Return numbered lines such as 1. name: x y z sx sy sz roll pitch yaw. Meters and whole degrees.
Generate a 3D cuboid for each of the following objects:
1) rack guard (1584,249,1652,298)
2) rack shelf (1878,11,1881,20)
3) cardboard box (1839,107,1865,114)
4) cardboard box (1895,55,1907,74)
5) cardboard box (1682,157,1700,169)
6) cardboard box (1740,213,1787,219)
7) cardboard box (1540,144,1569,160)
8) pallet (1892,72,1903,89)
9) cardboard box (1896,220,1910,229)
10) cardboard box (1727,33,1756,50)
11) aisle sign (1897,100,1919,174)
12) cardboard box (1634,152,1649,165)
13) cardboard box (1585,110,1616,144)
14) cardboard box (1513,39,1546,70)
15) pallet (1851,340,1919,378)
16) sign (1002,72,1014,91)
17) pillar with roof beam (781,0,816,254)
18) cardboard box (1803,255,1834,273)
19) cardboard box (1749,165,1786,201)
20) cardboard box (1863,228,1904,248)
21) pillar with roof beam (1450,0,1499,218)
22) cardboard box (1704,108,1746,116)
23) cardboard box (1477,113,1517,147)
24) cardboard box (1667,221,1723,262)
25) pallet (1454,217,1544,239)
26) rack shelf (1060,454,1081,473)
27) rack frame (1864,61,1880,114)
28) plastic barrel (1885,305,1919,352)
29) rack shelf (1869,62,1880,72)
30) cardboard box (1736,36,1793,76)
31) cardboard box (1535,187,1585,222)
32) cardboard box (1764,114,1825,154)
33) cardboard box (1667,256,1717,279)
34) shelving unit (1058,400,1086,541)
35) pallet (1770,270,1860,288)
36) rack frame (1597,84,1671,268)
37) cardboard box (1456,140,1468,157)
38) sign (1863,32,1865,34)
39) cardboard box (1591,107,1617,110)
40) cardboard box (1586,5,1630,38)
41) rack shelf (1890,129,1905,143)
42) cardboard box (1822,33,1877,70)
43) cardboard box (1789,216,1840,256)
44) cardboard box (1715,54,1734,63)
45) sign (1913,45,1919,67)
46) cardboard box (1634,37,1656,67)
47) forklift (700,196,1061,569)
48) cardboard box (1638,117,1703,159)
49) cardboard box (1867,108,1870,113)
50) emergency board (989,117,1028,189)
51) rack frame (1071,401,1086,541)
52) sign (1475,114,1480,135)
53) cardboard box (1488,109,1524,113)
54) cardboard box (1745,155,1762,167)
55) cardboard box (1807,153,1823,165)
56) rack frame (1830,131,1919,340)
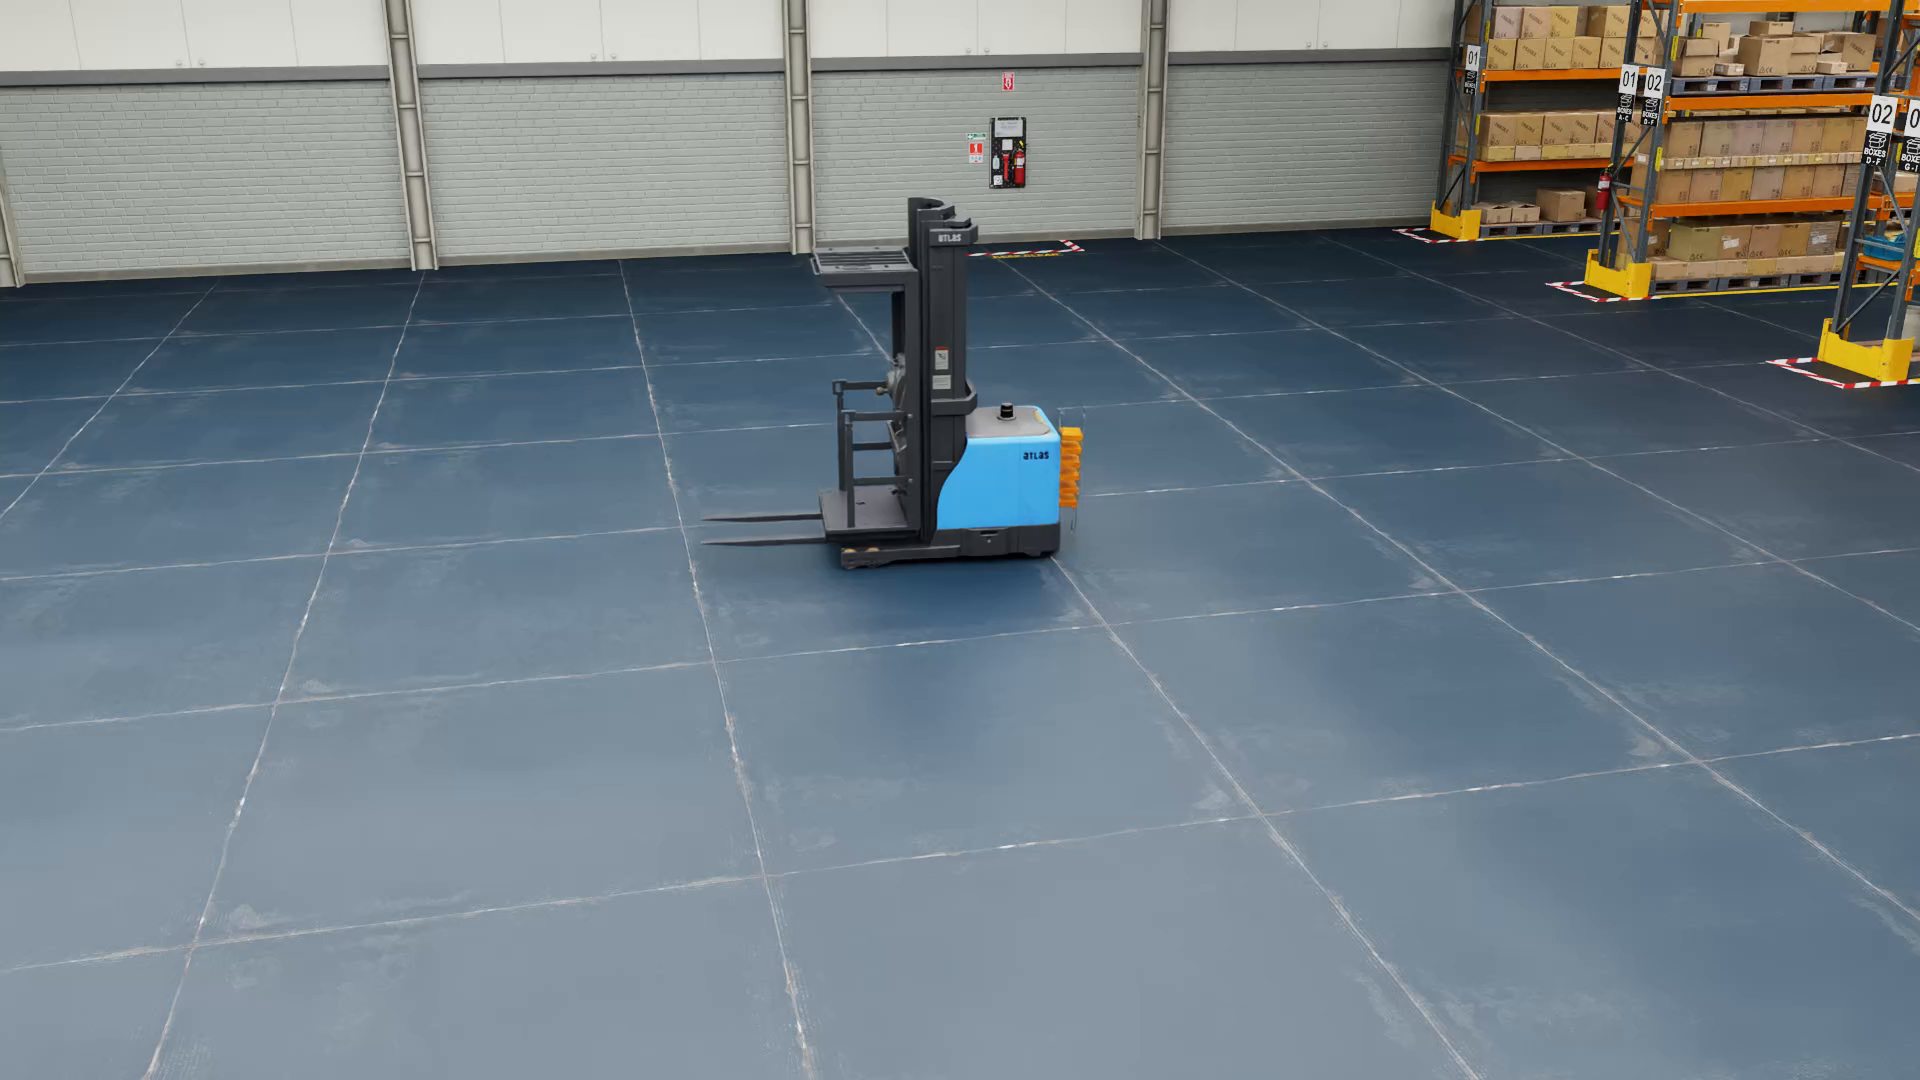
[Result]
1. rack guard: 9.720 -3.945 24.579 0.348 0.500 1.175 -5 21 -12
2. rack shelf: 15.583 -7.887 24.611 4.000 0.370 1.077 -5 21 -12
3. cardboard box: 15.930 -7.625 30.205 0.500 0.500 0.700 -7 21 -19
4. cardboard box: 14.238 -7.018 24.580 0.500 0.250 0.500 -3 20 -7
5. cardboard box: 10.431 -5.453 23.973 0.250 0.149 0.380 -5 21 -14
6. cardboard box: 12.140 -4.684 25.260 0.500 0.500 0.500 -5 21 -12
7. cardboard box: 10.147 -6.734 28.747 0.500 0.250 0.500 -5 21 -13
8. pallet: 14.492 -6.830 24.738 1.217 0.209 0.805 -5 21 -15
9. cardboard box: 14.956 -4.817 25.896 0.500 0.311 0.500 -5 21 -13
10. cardboard box: 13.643 -8.724 29.149 0.500 0.311 0.500 -4 20 -11
11. aisle sign: 10.877 -4.579 18.897 0.004 0.787 0.394 -5 21 -12
12. cardboard box: 10.072 -5.566 24.282 0.250 0.149 0.380 -5 21 -13
13. cardboard box: 11.127 -7.167 28.841 0.500 0.500 0.500 -5 21 -14
14. cardboard box: 9.514 -8.217 28.071 0.500 0.500 0.500 -3 20 -9
15. pallet: 11.735 -2.237 20.337 1.213 0.211 1.003 -5 21 -12
16. sign: 0.799 -7.587 27.517 0.199 0.298 0.001 -5 21 -12
17. pillar with roof beam: -1.605 -7.549 22.063 0.400 9.000 9.100 -5 21 -12
18. cardboard box: 12.746 -4.197 25.020 0.500 0.250 0.500 -5 21 -12
19. cardboard box: 11.707 -5.324 24.563 0.500 0.500 0.700 -4 21 -11
20. cardboard box: 14.096 -4.556 25.184 0.500 0.311 0.500 -5 21 -12
21. pillar with roof beam: 10.073 -8.499 24.656 0.400 9.000 9.100 -5 21 -12
22. cardboard box: 13.541 -7.419 29.644 0.500 0.500 0.700 -3 20 -7
23. cardboard box: 9.134 -7.007 28.402 0.500 0.500 0.500 -5 21 -12
24. cardboard box: 10.803 -4.387 24.448 0.500 0.500 0.500 -5 21 -12
25. pallet: 9.473 -5.528 29.319 1.213 0.211 1.003 -5 21 -12
26. rack shelf: 0.938 -0.666 14.378 0.180 0.103 0.258 2 20 -4
27. rack frame: 16.385 -7.412 30.408 0.127 3.000 1.000 -5 21 -12
28. plastic barrel: 11.503 -2.569 20.195 0.421 0.512 0.421 0 20 0
29. rack shelf: 14.439 -8.324 29.584 4.000 0.370 1.077 -5 21 -12
30. cardboard box: 11.423 -6.879 23.634 0.500 0.500 0.500 -5 21 -12
31. cardboard box: 10.574 -5.922 29.337 0.500 0.500 0.700 -6 21 -16
32. cardboard box: 12.227 -5.976 24.458 0.500 0.500 0.700 -5 21 -12
33. cardboard box: 10.802 -4.035 24.579 0.500 0.250 0.500 -5 21 -12
34. shelving unit: 0.934 -0.596 14.404 0.189 1.200 0.258 2 20 -4
35. pallet: 12.853 -4.079 25.364 1.213 0.211 1.003 -5 21 -12
36. rack frame: 9.744 -5.121 24.154 0.127 3.000 1.000 -5 21 -12
37. cardboard box: 9.010 -6.819 28.980 0.500 0.250 0.500 -4 21 -12
38. sign: 13.502 -7.417 24.853 0.005 0.325 0.100 -5 21 -12
39. cardboard box: 11.483 -7.379 29.419 0.500 0.500 0.500 -5 21 -13
40. cardboard box: 11.031 -8.807 28.229 0.500 0.500 0.500 -5 21 -14
41. rack shelf: 12.826 -4.691 19.667 4.000 0.370 1.077 -5 21 -12
42. cardboard box: 13.085 -7.204 24.521 0.500 0.500 0.500 -3 20 -8
43. cardboard box: 12.746 -4.550 24.893 0.500 0.500 0.500 -5 21 -12
44. cardboard box: 10.804 -6.901 24.057 0.500 0.250 0.500 -5 21 -12
45. sign: 13.766 -6.940 23.893 0.005 0.325 0.100 -5 21 -12
46. cardboard box: 11.563 -8.401 28.575 0.500 0.500 0.500 -6 21 -17
47. forklift: -0.709 -1.327 13.897 3.031 2.935 1.130 -3 20 -8
48. cardboard box: 10.252 -5.814 24.014 0.500 0.500 0.700 -5 21 -12
49. cardboard box: 16.784 -7.733 30.680 0.500 0.500 0.500 -5 21 -12
50. emergency board: 0.830 -6.466 27.826 0.643 1.169 0.194 -5 21 -12
51. rack frame: 1.025 -0.592 14.410 0.006 1.200 0.240 2 20 -4
52. sign: 8.725 -7.003 28.035 0.005 0.325 0.100 -5 21 -12
53. cardboard box: 9.502 -7.214 28.969 0.500 0.500 0.500 -4 21 -12
54. cardboard box: 11.428 -5.534 24.193 0.250 0.149 0.380 -5 21 -13
55. cardboard box: 12.430 -5.615 24.417 0.250 0.149 0.380 -5 21 -13
56. rack frame: 10.880 -3.462 19.627 0.127 3.000 1.000 -5 21 -12
